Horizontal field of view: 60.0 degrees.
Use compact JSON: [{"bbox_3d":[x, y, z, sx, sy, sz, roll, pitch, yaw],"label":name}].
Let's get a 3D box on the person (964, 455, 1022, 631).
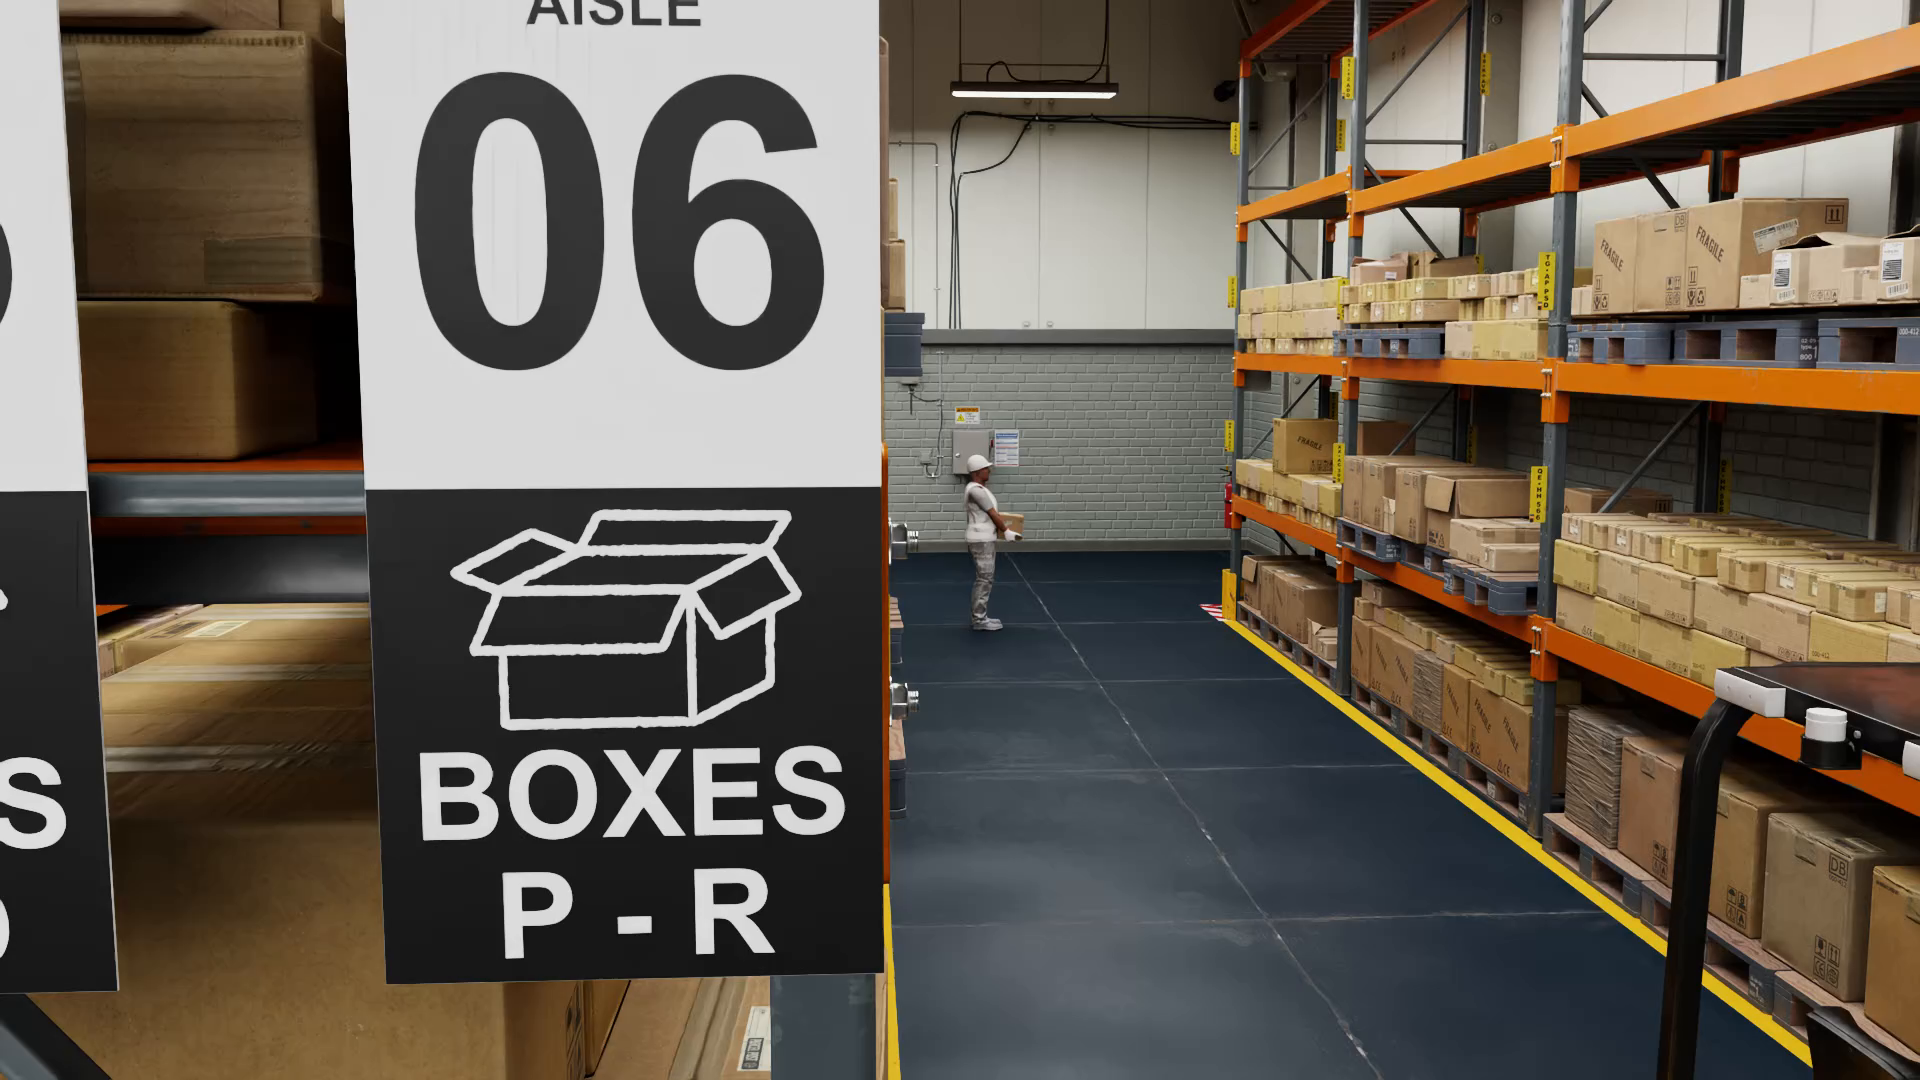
[{"bbox_3d":[0.330,0.018,17.019,0.581,1.778,0.488,0,7,-3],"label":"person"}]
